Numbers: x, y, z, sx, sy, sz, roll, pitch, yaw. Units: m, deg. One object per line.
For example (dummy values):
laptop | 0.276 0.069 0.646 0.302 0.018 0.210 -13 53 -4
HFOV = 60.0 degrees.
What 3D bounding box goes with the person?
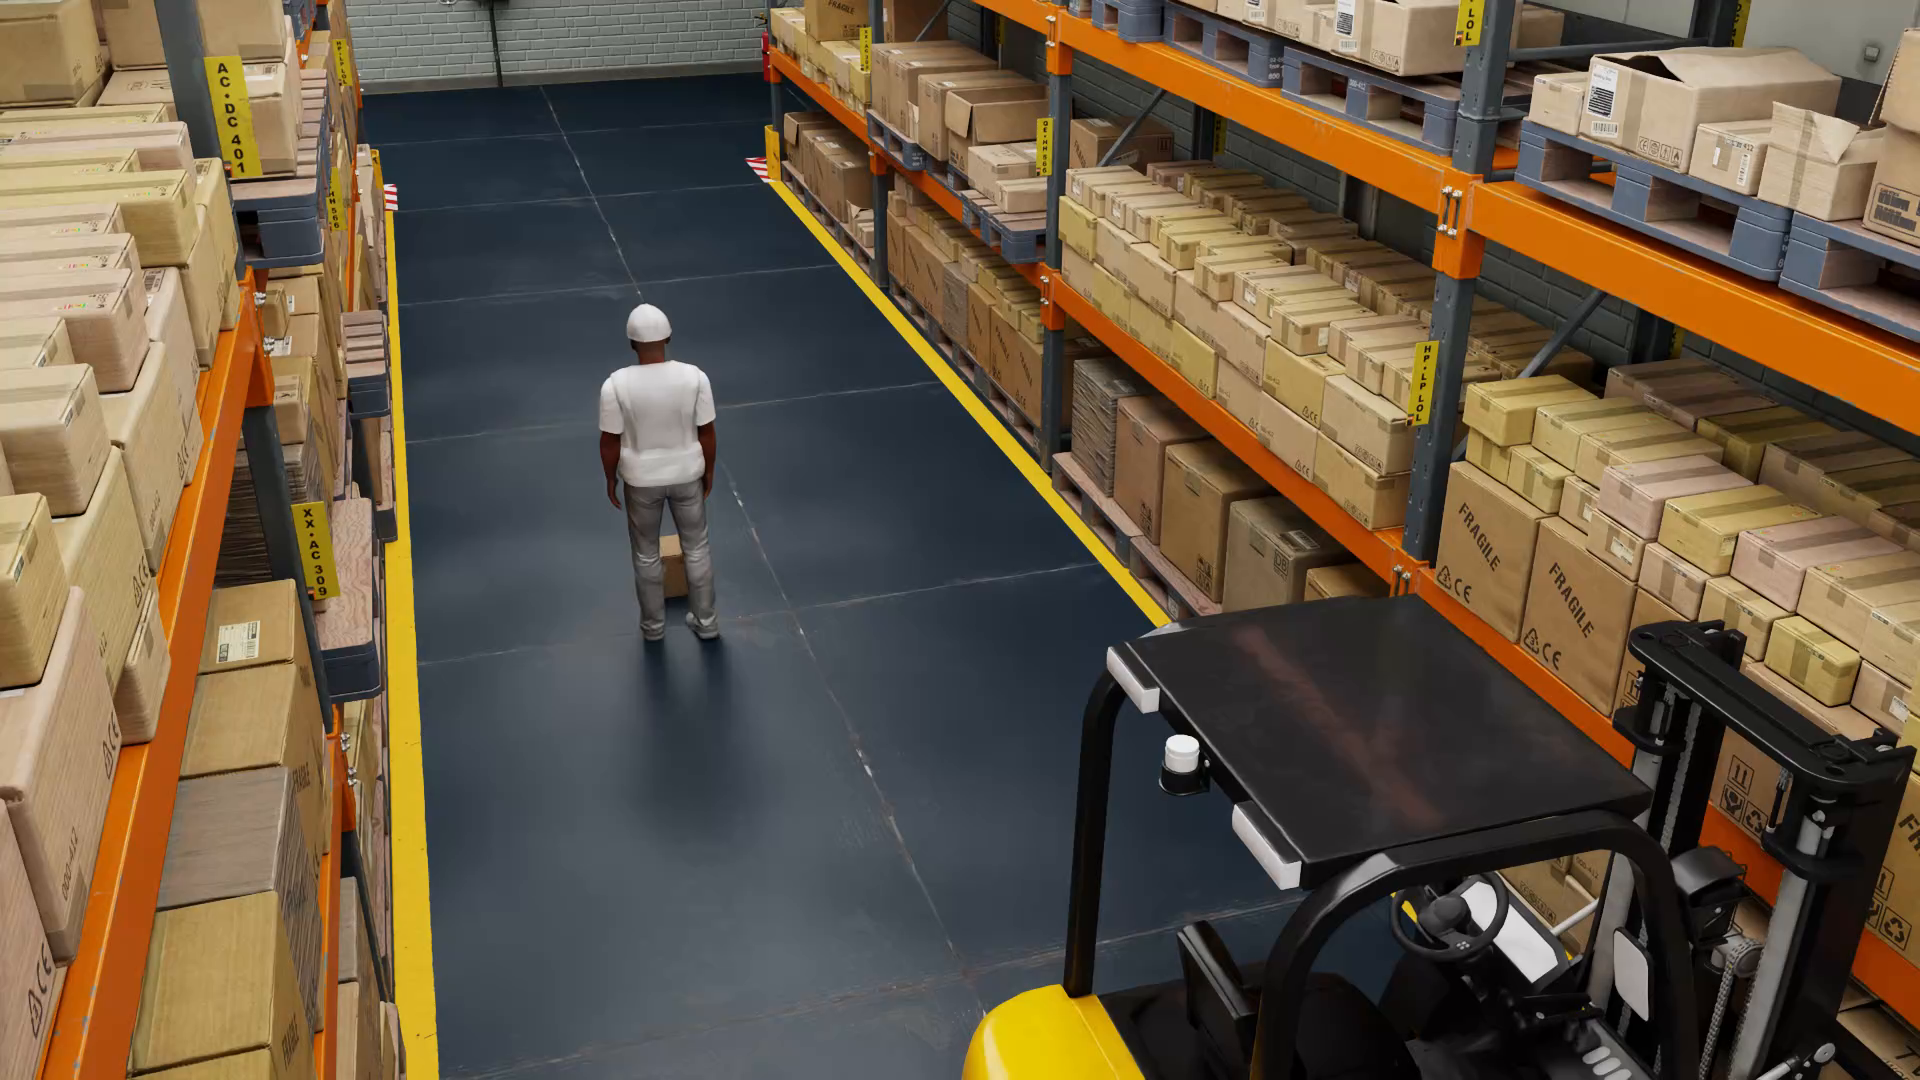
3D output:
person | -1.486 -0.318 8.259 0.565 1.782 0.387 -7 27 -15
